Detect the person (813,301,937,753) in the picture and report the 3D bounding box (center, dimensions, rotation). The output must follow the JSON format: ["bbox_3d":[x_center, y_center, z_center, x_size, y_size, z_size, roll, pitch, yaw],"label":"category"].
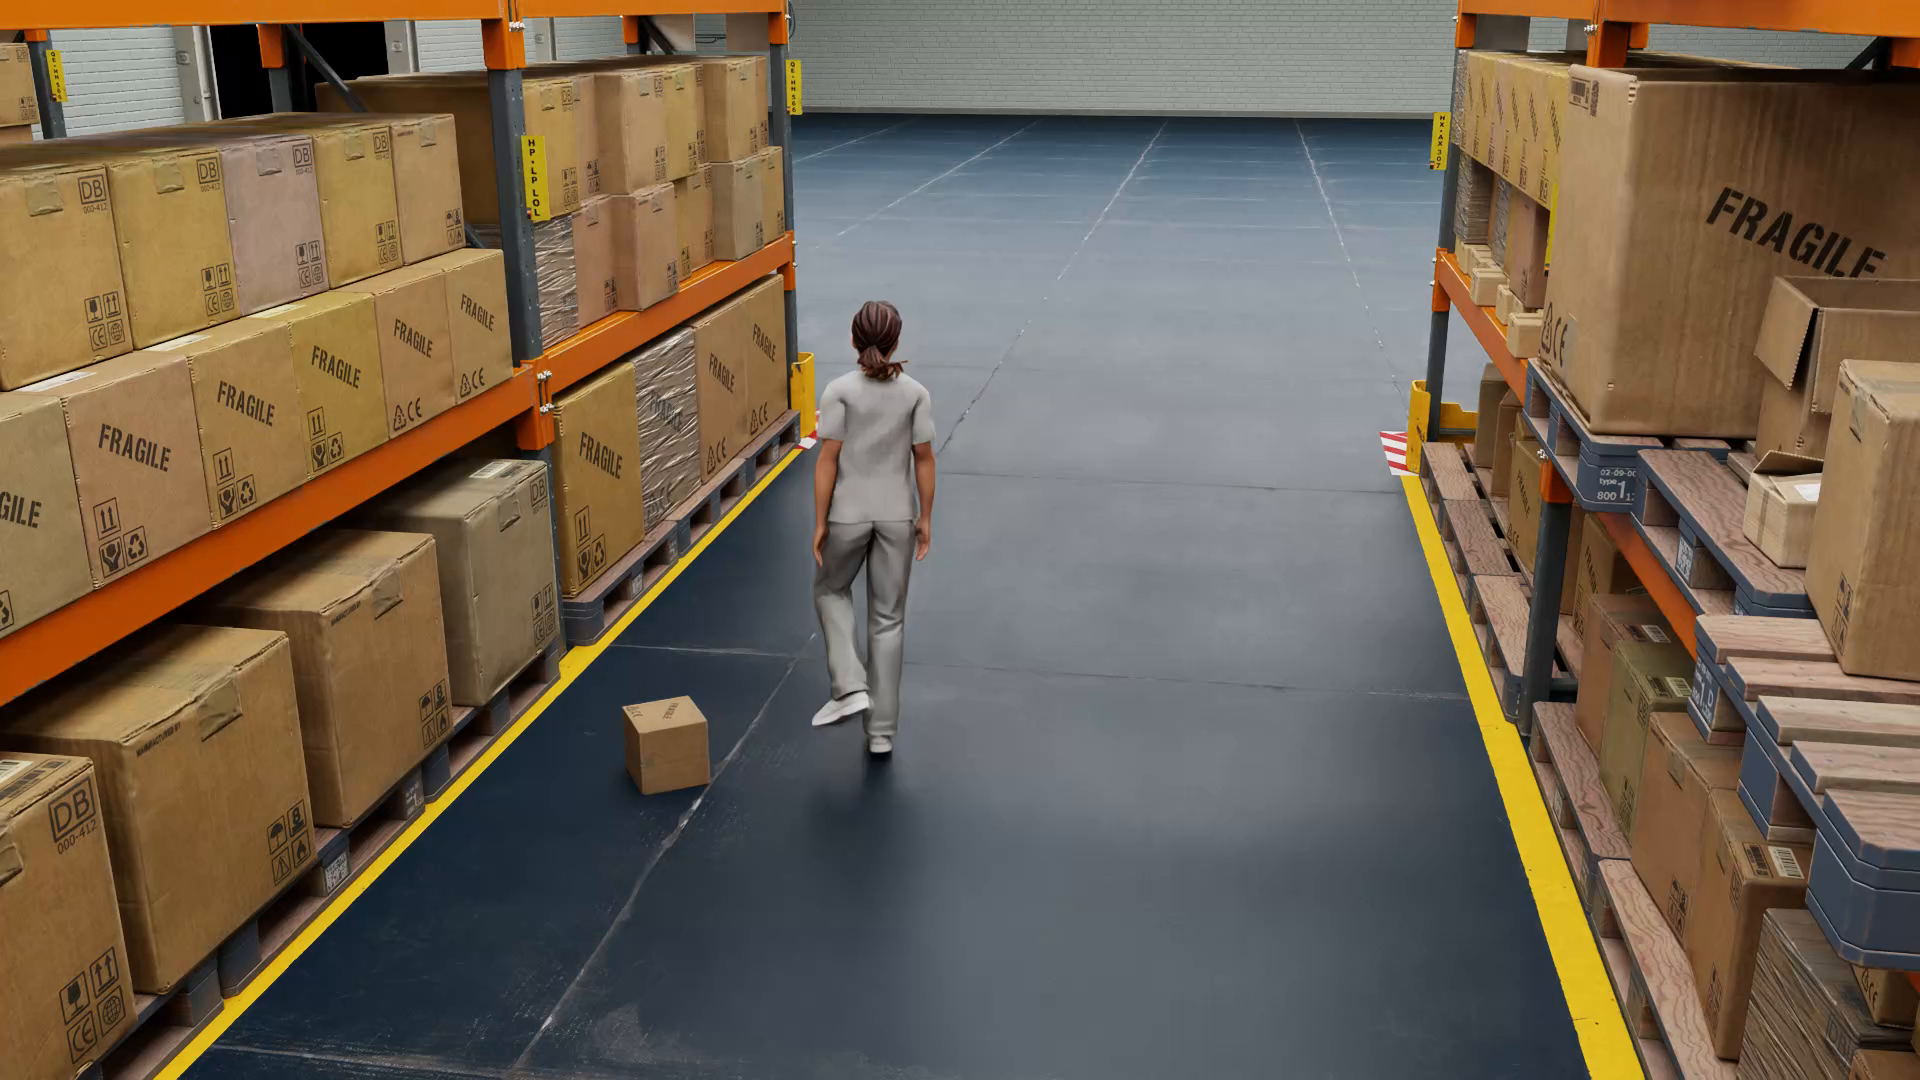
[{"bbox_3d":[-0.325,-0.051,6.172,0.493,1.657,0.479,-3,18,-10],"label":"person"}]
